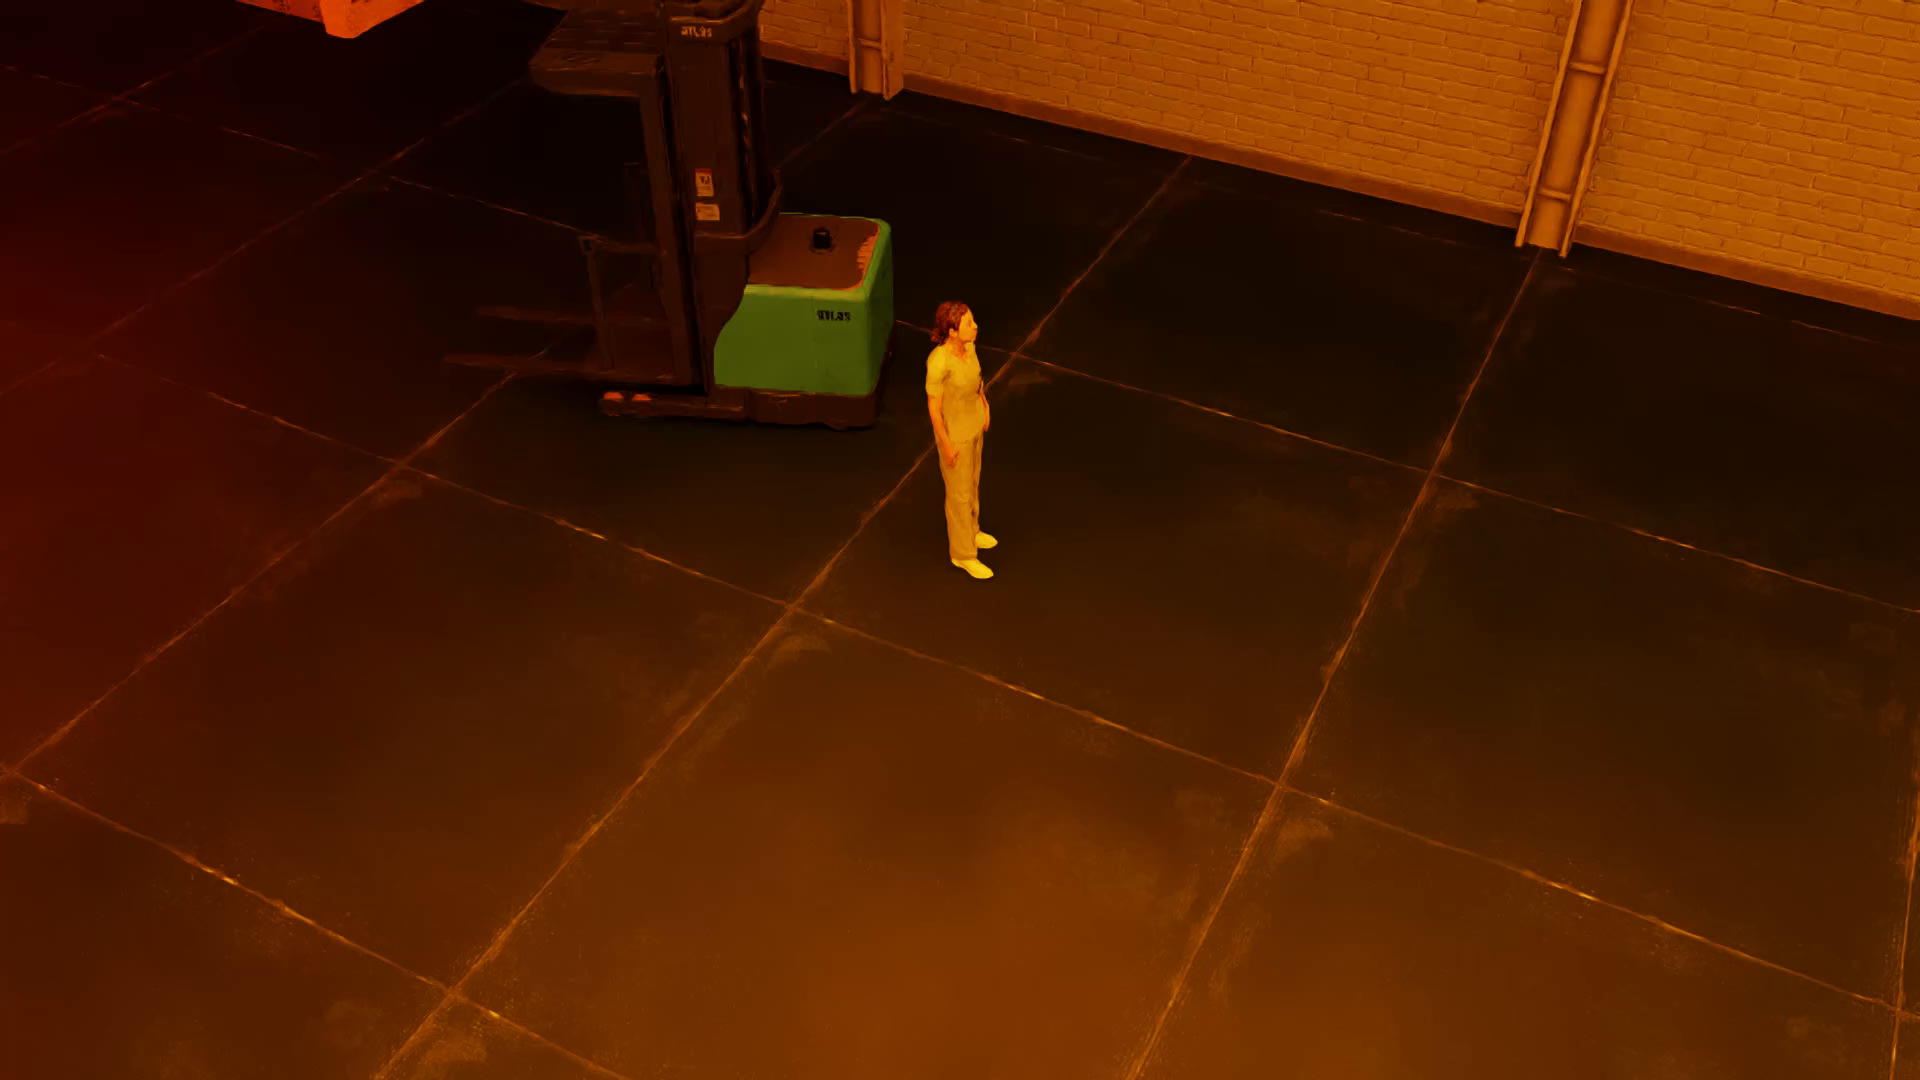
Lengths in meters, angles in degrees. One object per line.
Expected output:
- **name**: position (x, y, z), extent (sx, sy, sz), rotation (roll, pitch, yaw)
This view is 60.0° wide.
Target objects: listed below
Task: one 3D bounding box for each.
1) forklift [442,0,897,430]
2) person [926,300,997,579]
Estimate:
- **forklift**: position (-2.002, -2.274, 10.687), extent (3.031, 2.935, 1.130), rotation (5, 40, 6)
- **person**: position (0.060, -0.617, 9.682), extent (0.548, 1.674, 0.550), rotation (18, 43, 21)
